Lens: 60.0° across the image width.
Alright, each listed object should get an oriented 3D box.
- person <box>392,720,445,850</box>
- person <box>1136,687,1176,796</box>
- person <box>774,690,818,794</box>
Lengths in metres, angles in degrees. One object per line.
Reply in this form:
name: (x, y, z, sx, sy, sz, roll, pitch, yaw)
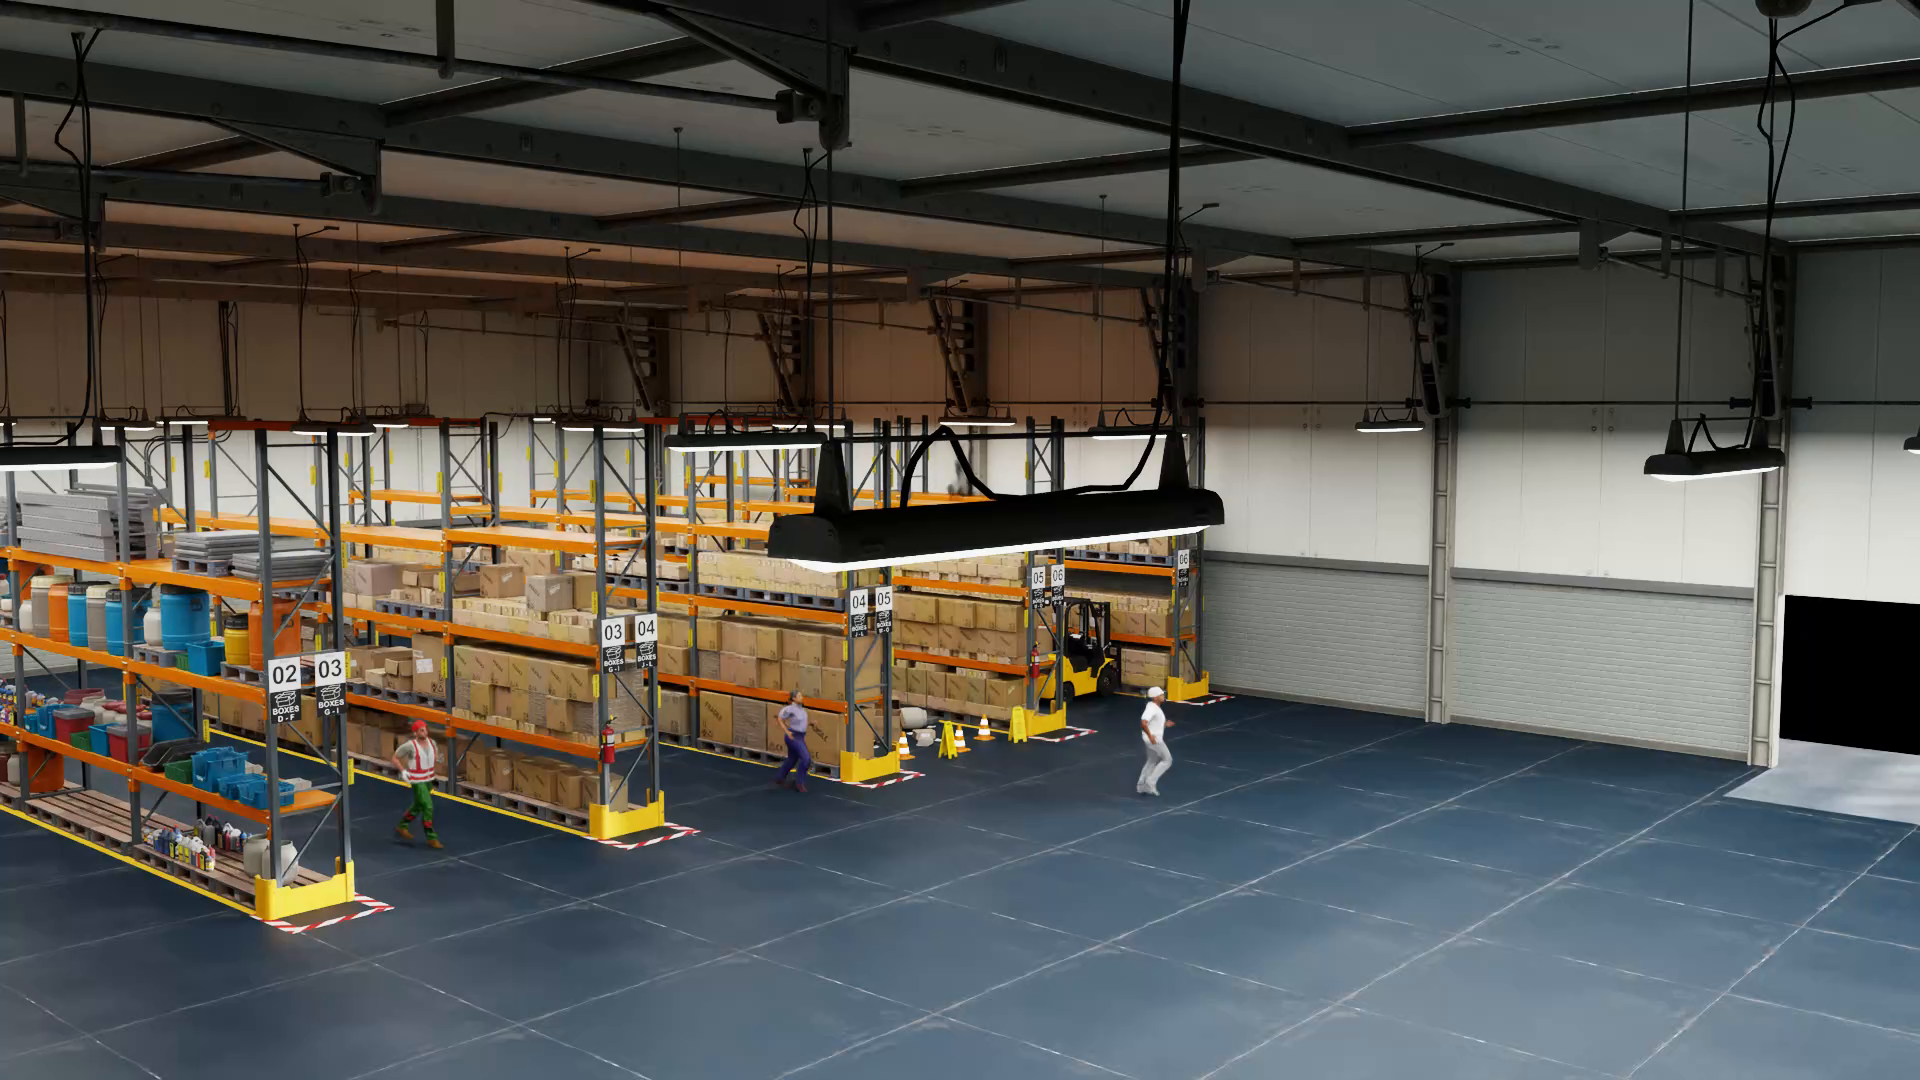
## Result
person: (-7.678, 3.461, 23.731, 0.878, 1.819, 0.629, 2, 5, 24)
person: (3.174, 3.232, 26.820, 0.664, 1.753, 0.670, 0, 5, -3)
person: (-2.669, 3.279, 27.041, 0.723, 1.708, 0.584, 1, 5, 9)
